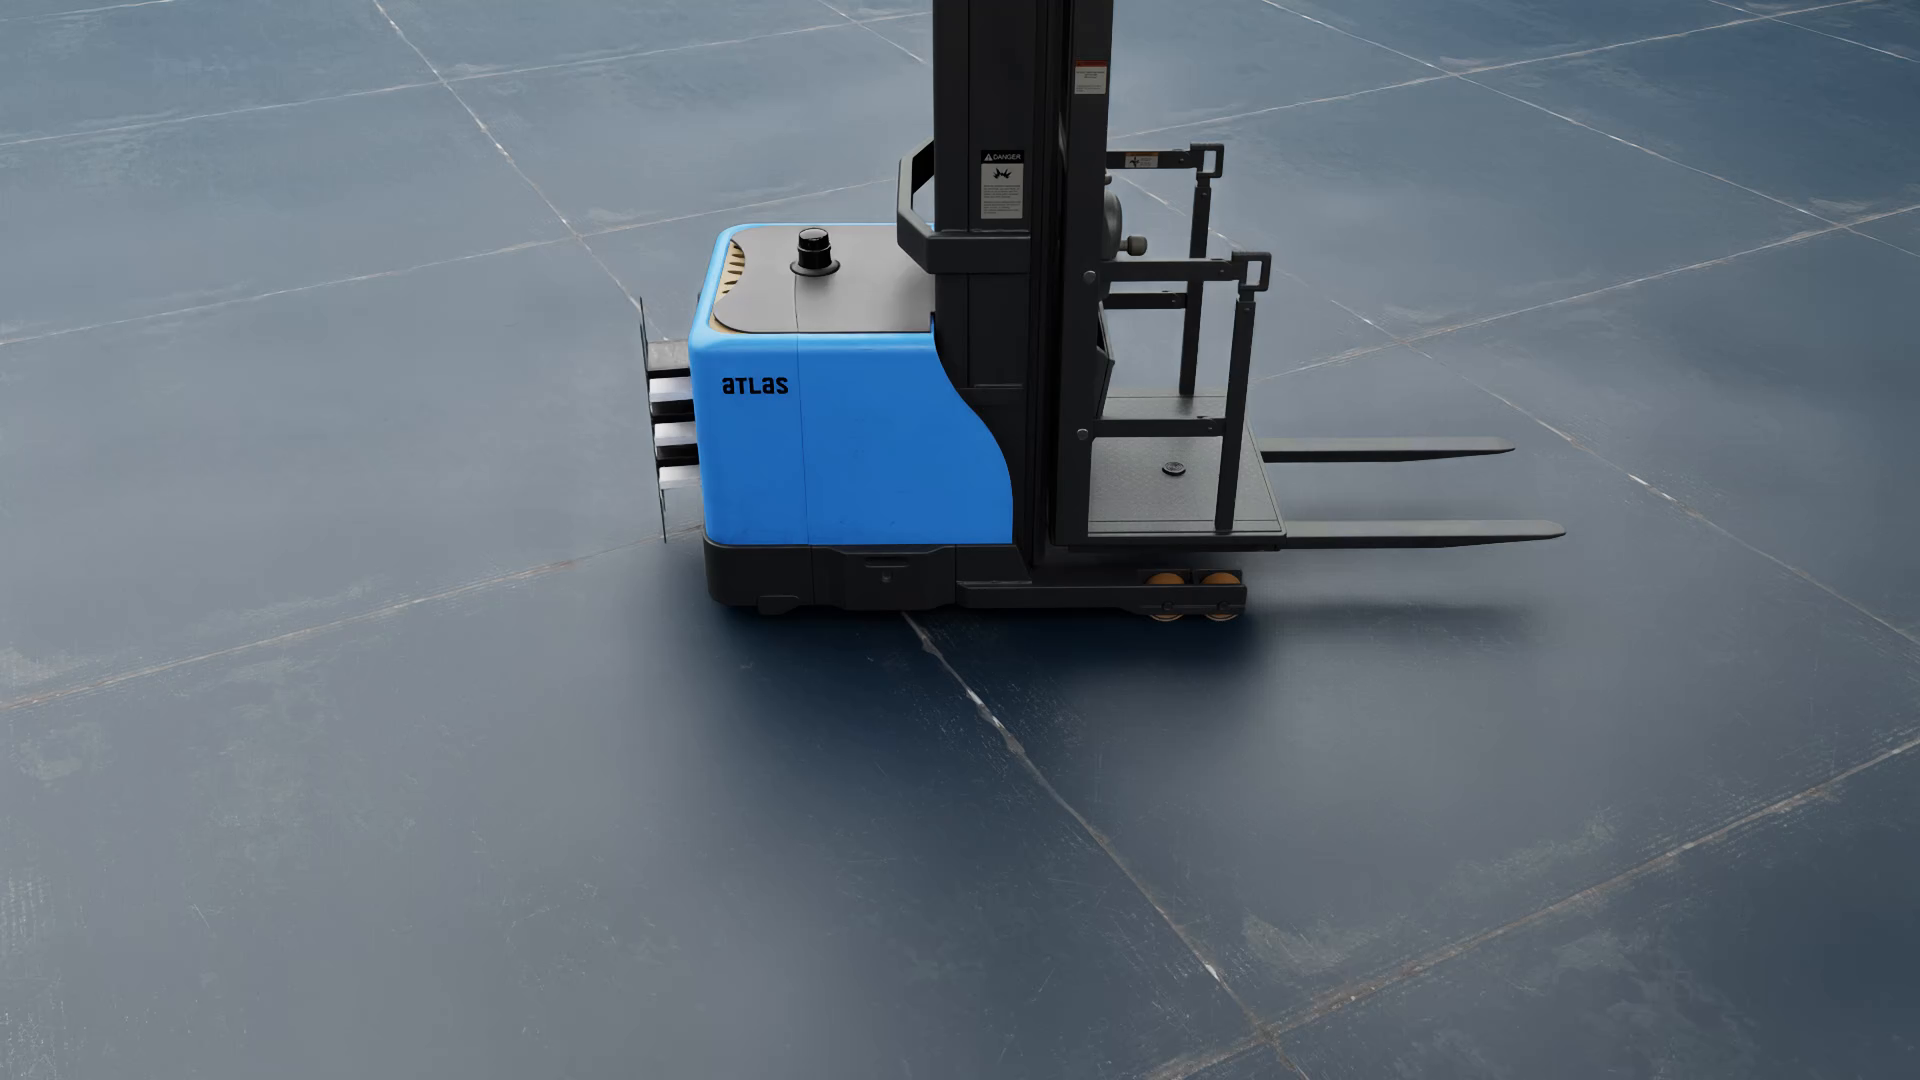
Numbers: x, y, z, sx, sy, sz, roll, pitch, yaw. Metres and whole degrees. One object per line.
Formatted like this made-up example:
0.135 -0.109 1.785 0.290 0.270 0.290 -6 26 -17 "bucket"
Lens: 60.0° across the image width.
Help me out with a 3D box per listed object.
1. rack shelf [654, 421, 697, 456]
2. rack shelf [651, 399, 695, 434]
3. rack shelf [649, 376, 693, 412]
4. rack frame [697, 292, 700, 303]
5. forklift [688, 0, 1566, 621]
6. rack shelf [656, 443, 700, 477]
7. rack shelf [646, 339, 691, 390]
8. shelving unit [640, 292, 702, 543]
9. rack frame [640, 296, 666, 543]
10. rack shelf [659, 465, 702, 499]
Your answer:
-1.022 -0.411 6.119 0.200 0.077 0.258 -5 33 -8 "rack shelf"
-1.022 -0.486 6.070 0.200 0.077 0.258 -5 33 -8 "rack shelf"
-1.022 -0.562 6.022 0.200 0.077 0.258 -5 33 -8 "rack shelf"
-0.922 -0.447 6.114 0.006 0.900 0.240 -5 33 -8 "rack frame"
0.624 -1.238 5.466 3.031 2.935 1.130 0 33 -1 "forklift"
-1.022 -0.335 6.167 0.200 0.077 0.258 -5 33 -8 "rack shelf"
-1.022 -0.638 5.973 0.200 0.077 0.258 -5 33 -8 "rack shelf"
-1.022 -0.439 6.101 0.210 0.900 0.258 -5 33 -8 "shelving unit"
-1.122 -0.430 6.087 0.006 0.900 0.240 -5 33 -8 "rack frame"
-1.022 -0.259 6.216 0.200 0.077 0.258 -5 33 -8 "rack shelf"
